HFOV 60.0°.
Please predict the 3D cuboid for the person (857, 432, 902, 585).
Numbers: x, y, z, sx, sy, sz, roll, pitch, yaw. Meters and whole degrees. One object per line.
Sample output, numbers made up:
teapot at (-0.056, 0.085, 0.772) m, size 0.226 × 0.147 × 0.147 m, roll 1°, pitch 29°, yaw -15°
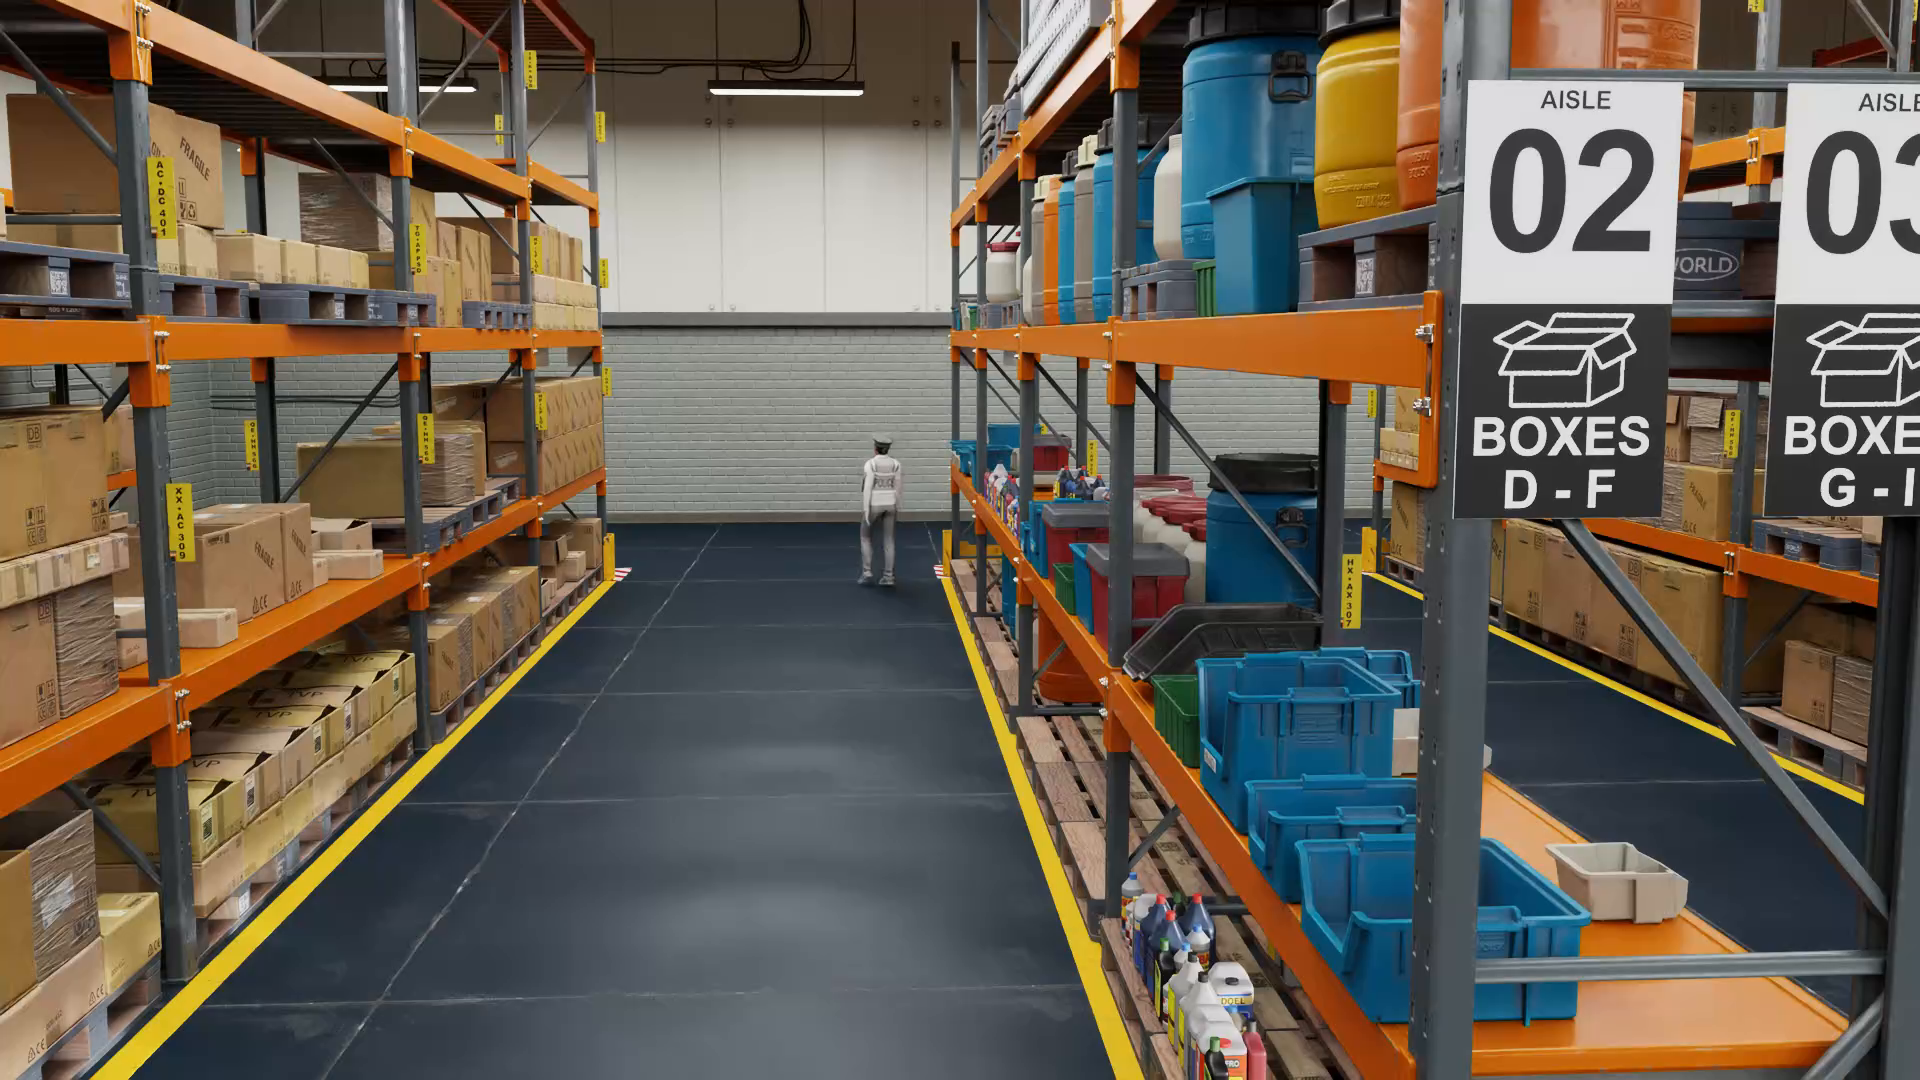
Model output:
person at (-0.873, -0.321, 18.346) m, size 0.496 × 1.736 × 0.602 m, roll -3°, pitch 7°, yaw -21°
